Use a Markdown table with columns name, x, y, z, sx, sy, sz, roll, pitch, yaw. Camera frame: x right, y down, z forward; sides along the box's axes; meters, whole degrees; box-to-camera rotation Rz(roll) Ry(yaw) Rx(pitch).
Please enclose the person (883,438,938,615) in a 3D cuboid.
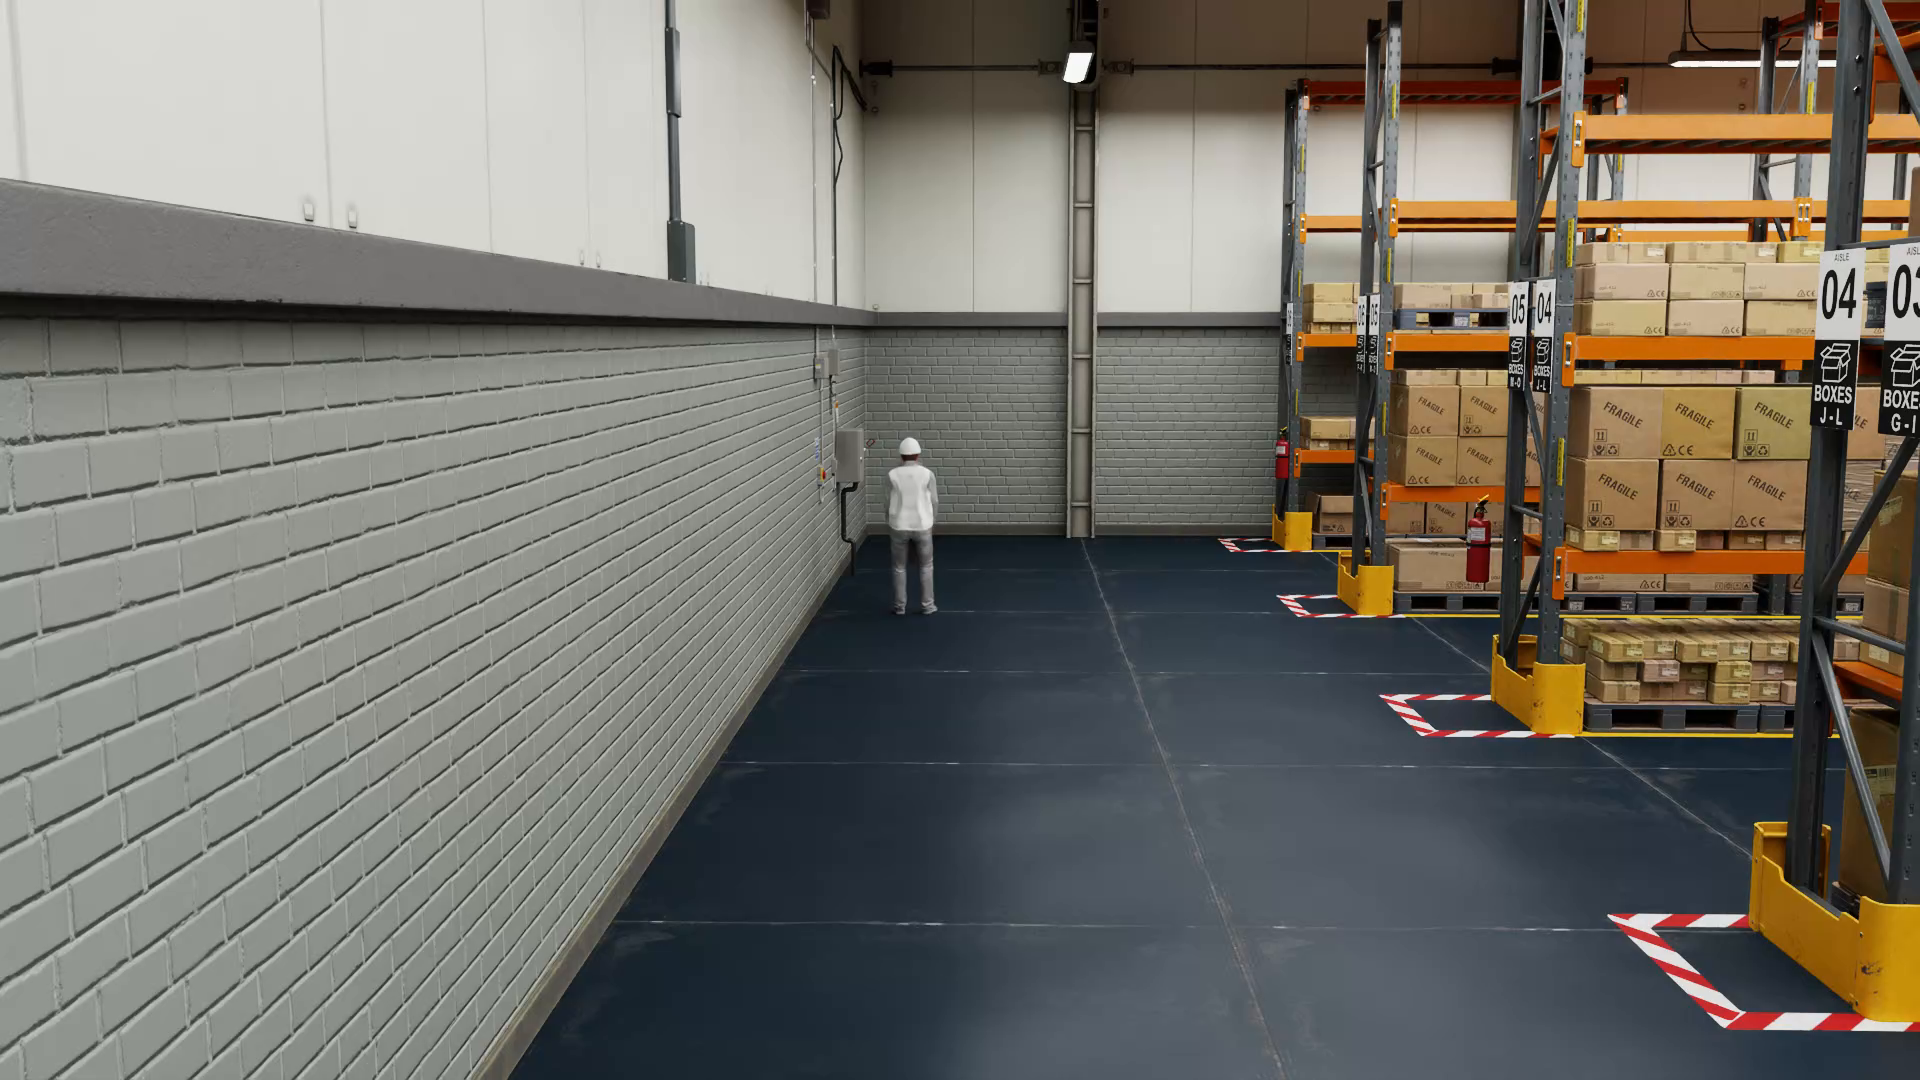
| name | x | y | z | sx | sy | sz | roll | pitch | yaw |
| --- | --- | --- | --- | --- | --- | --- | --- | --- | --- |
| person | -0.496 | -0.138 | 16.733 | 0.555 | 1.777 | 0.423 | 0 | 7 | 0 |
